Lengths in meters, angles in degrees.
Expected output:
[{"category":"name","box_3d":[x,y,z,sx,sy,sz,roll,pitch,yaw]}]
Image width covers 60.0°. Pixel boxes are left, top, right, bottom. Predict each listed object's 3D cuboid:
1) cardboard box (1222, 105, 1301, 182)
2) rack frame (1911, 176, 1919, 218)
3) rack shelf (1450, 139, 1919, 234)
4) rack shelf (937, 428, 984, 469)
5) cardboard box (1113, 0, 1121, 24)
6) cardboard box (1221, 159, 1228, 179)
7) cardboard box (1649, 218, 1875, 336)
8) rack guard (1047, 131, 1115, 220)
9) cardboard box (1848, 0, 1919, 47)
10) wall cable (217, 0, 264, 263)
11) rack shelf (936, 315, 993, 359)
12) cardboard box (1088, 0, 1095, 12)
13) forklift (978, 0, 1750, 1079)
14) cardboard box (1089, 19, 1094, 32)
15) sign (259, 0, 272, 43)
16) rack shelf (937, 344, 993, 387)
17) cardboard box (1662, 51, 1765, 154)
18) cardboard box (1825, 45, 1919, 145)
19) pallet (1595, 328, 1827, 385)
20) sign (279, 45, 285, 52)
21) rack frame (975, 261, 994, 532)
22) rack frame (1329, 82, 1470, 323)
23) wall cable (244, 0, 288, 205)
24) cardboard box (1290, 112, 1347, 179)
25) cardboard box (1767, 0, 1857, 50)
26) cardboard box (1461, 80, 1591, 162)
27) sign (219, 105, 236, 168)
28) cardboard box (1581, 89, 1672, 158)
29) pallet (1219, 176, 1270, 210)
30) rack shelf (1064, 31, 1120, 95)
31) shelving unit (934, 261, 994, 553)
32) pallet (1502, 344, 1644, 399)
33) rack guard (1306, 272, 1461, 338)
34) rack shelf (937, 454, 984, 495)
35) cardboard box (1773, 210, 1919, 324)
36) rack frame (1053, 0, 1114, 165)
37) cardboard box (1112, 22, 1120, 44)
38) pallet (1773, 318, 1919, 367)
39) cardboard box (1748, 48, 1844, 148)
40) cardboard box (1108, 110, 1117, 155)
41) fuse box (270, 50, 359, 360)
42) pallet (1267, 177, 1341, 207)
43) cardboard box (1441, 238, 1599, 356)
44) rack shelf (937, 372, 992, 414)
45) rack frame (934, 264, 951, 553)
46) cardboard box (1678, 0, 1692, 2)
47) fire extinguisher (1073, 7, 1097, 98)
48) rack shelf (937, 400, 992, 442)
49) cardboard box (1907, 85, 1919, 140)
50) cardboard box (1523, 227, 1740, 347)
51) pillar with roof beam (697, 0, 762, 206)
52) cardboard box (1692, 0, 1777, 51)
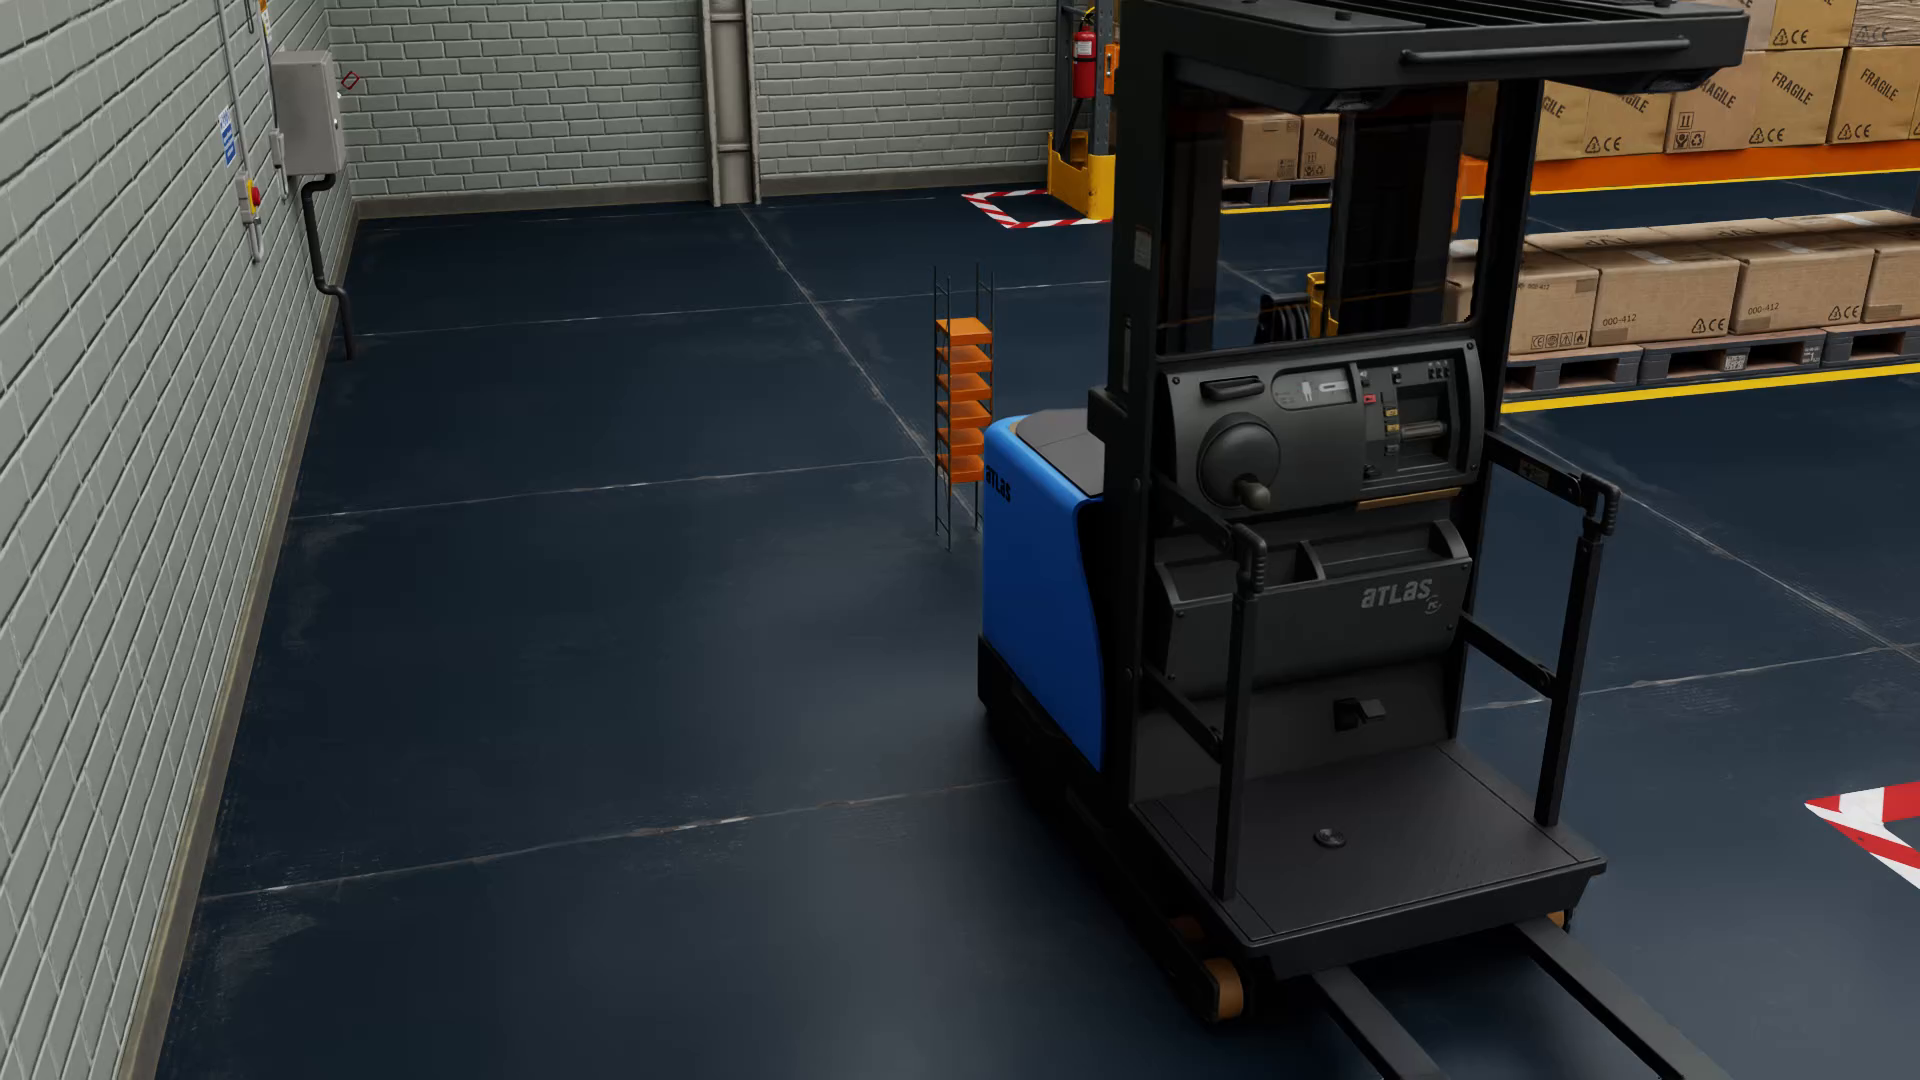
[{"category":"cardboard box","box_3d":[2.421,-3.282,13.733,0.500,0.500,0.700,-5,24,-12]},{"category":"rack frame","box_3d":[6.169,-2.675,9.679,0.127,3.000,1.000,-6,24,-14]},{"category":"rack shelf","box_3d":[4.243,-2.131,9.325,4.000,0.370,1.077,-6,24,-14]},{"category":"rack shelf","box_3d":[0.014,-0.402,7.082,0.180,0.103,0.258,-6,24,-14]},{"category":"cardboard box","box_3d":[1.483,-4.147,12.923,0.500,0.250,0.500,-6,24,-14]},{"category":"cardboard box","box_3d":[2.007,-3.075,13.696,0.250,0.149,0.380,-7,24,-16]},{"category":"cardboard box","box_3d":[4.673,-1.569,9.818,0.875,0.438,0.875,-7,24,-16]},{"category":"rack guard","box_3d":[1.046,-2.992,13.589,0.348,0.500,1.175,-6,24,-14]},{"category":"cardboard box","box_3d":[4.811,-2.916,8.848,0.500,0.500,0.500,-6,24,-14]},{"category":"wall cable","box_3d":[-3.105,-2.120,7.060,0.123,1.953,0.585,-6,24,-14]},{"category":"rack shelf","box_3d":[0.014,-0.843,6.893,0.180,0.103,0.258,-6,24,-14]},{"category":"cardboard box","box_3d":[1.344,-4.350,13.397,0.500,0.250,0.500,-6,24,-13]},{"category":"forklift","box_3d":[1.043,-0.278,4.180,1.130,2.935,3.031,-8,25,-18]},{"category":"cardboard box","box_3d":[1.219,-4.154,13.447,0.250,0.149,0.380,-7,24,-15]},{"category":"sign","box_3d":[-3.717,-2.789,8.898,0.001,0.242,0.339,-6,24,-14]},{"category":"rack shelf","box_3d":[0.014,-0.733,6.940,0.180,0.103,0.258,-6,24,-14]},{"category":"cardboard box","box_3d":[3.831,-2.349,8.792,0.500,0.500,0.500,-6,24,-15]},{"category":"cardboard box","box_3d":[4.817,-2.458,9.048,0.500,0.500,0.500,-7,24,-15]},{"category":"pallet","box_3d":[4.238,-1.211,9.804,1.213,0.211,1.003,-6,24,-14]},{"category":"sign","box_3d":[-3.865,-2.574,9.565,0.001,0.494,0.329,-6,24,-14]},{"category":"rack frame","box_3d":[0.102,-0.563,7.040,0.006,1.200,0.240,-6,24,-14]},{"category":"rack frame","box_3d":[2.317,-2.249,8.687,0.127,3.000,1.000,-6,24,-14]},{"category":"wall cable","box_3d":[-3.500,-2.643,8.318,0.122,1.984,0.588,-6,24,-14]},{"category":"cardboard box","box_3d":[2.957,-3.301,13.776,0.500,0.500,0.500,-6,24,-13]},{"category":"cardboard box","box_3d":[4.326,-2.866,8.730,0.500,0.500,0.500,-6,24,-14]},{"category":"cardboard box","box_3d":[2.857,-2.237,8.532,0.500,0.500,0.500,-7,24,-15]},{"category":"sign","box_3d":[-3.151,-1.738,7.155,0.001,0.218,0.327,-6,24,-14]},{"category":"cardboard box","box_3d":[3.337,-2.301,8.682,0.500,0.500,0.500,-7,24,-15]},{"category":"pallet","box_3d":[1.813,-2.945,13.845,1.213,0.211,1.003,-6,24,-14]},{"category":"rack shelf","box_3d":[2.899,-4.015,13.716,4.000,0.370,1.077,-6,24,-14]},{"category":"shelving unit","box_3d":[0.014,-0.553,7.017,0.189,1.200,0.258,-6,24,-14]},{"category":"pallet","box_3d":[3.066,-1.082,9.504,1.213,0.211,1.003,-6,24,-14]},{"category":"rack guard","box_3d":[2.294,-1.097,9.173,0.348,0.500,1.175,-6,24,-14]},{"category":"rack shelf","box_3d":[0.014,-0.292,7.129,0.180,0.103,0.258,-6,24,-14]},{"category":"cardboard box","box_3d":[5.535,-1.664,10.041,0.875,0.438,0.875,-7,24,-15]},{"category":"rack frame","box_3d":[0.973,-4.133,13.077,0.127,3.000,1.000,-6,24,-14]},{"category":"cardboard box","box_3d":[1.364,-3.948,12.966,0.250,0.149,0.380,-6,24,-15]},{"category":"pallet","box_3d":[5.415,-1.342,10.110,1.213,0.211,1.003,-6,24,-14]},{"category":"cardboard box","box_3d":[4.309,-2.408,8.932,0.500,0.500,0.500,-6,24,-13]},{"category":"cardboard box","box_3d":[1.587,-3.208,13.555,0.637,0.503,0.797,-7,24,-16]},{"category":"fuse box","box_3d":[-3.533,-1.860,9.415,0.414,1.711,0.539,-6,24,-14]},{"category":"pallet","box_3d":[2.986,-3.073,14.145,1.213,0.211,1.003,-6,24,-14]},{"category":"cardboard box","box_3d":[2.926,-1.372,9.361,0.875,0.438,0.875,-7,24,-16]},{"category":"rack shelf","box_3d":[0.014,-0.622,6.987,0.180,0.103,0.258,-6,24,-14]},{"category":"rack frame","box_3d":[-0.074,-0.543,6.994,0.006,1.200,0.240,-6,24,-14]},{"category":"cardboard box","box_3d":[3.352,-2.755,8.471,0.500,0.500,0.500,-7,24,-16]},{"category":"fire extinguisher","box_3d":[0.956,-3.735,12.721,0.183,0.674,0.296,-6,24,-14]},{"category":"rack shelf","box_3d":[0.014,-0.512,7.035,0.180,0.103,0.258,-6,24,-14]},{"category":"cardboard box","box_3d":[5.297,-2.517,9.186,0.500,0.500,0.500,-7,24,-16]},{"category":"cardboard box","box_3d":[3.805,-1.473,9.596,0.875,0.438,0.875,-6,24,-13]},{"category":"pillar with roof beam","box_3d":[-0.704,-5.310,8.214,0.400,9.000,9.100,-6,24,-14]},{"category":"cardboard box","box_3d":[3.845,-2.813,8.606,0.500,0.500,0.500,-6,24,-15]}]
